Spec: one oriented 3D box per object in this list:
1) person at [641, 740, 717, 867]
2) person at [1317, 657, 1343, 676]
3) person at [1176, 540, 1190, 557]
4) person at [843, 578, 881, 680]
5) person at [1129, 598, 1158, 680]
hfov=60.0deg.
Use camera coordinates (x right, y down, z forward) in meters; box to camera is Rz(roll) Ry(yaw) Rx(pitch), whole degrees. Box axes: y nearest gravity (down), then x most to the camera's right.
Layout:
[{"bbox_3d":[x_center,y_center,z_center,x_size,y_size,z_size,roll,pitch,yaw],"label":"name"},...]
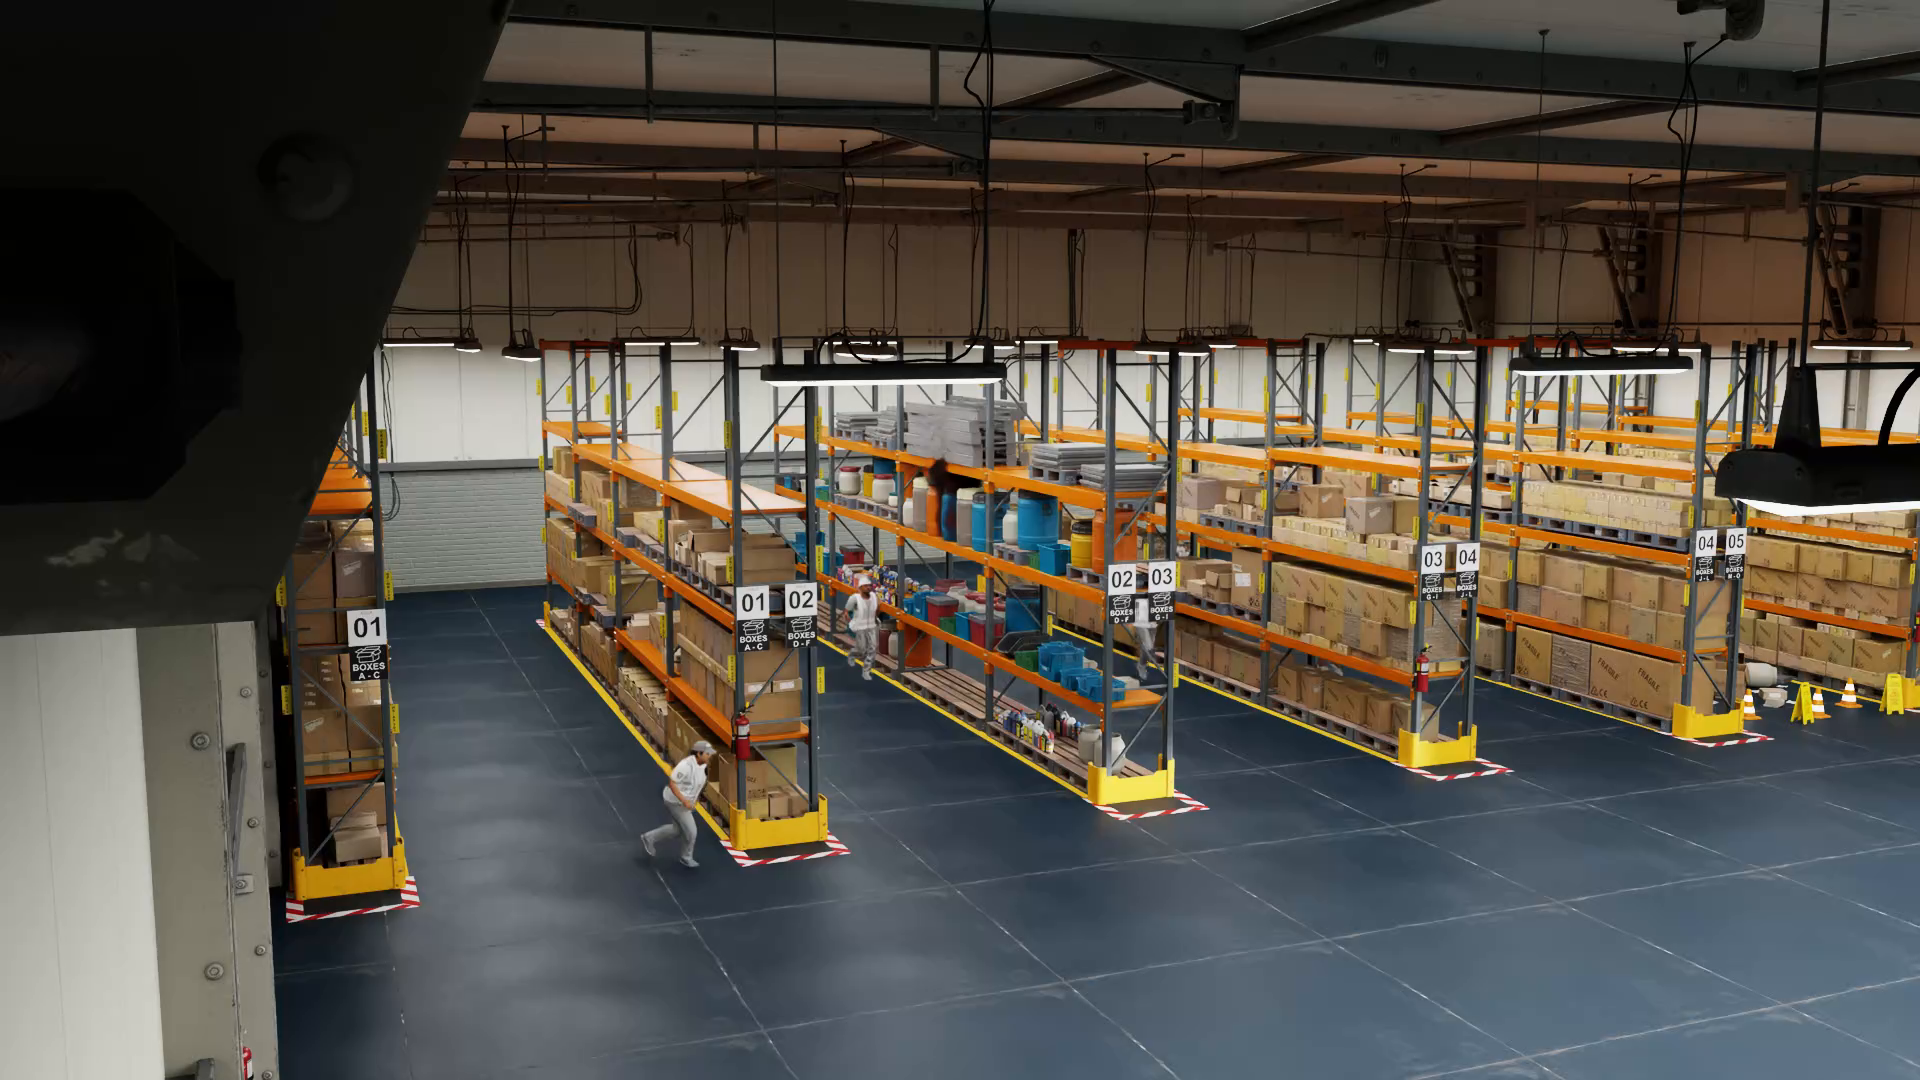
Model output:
[{"bbox_3d":[-3.297,3.083,19.501,1.005,1.555,0.577,3,8,22],"label":"person"},{"bbox_3d":[6.738,1.617,30.055,0.588,1.701,0.682,-4,9,-31],"label":"person"},{"bbox_3d":[5.062,0.680,37.733,0.607,1.453,1.076,-1,7,-5],"label":"person"},{"bbox_3d":[-1.667,1.496,28.466,0.696,1.745,0.667,-5,9,-31],"label":"person"},{"bbox_3d":[3.258,1.528,29.033,0.614,1.787,0.724,-4,8,-28],"label":"person"}]
